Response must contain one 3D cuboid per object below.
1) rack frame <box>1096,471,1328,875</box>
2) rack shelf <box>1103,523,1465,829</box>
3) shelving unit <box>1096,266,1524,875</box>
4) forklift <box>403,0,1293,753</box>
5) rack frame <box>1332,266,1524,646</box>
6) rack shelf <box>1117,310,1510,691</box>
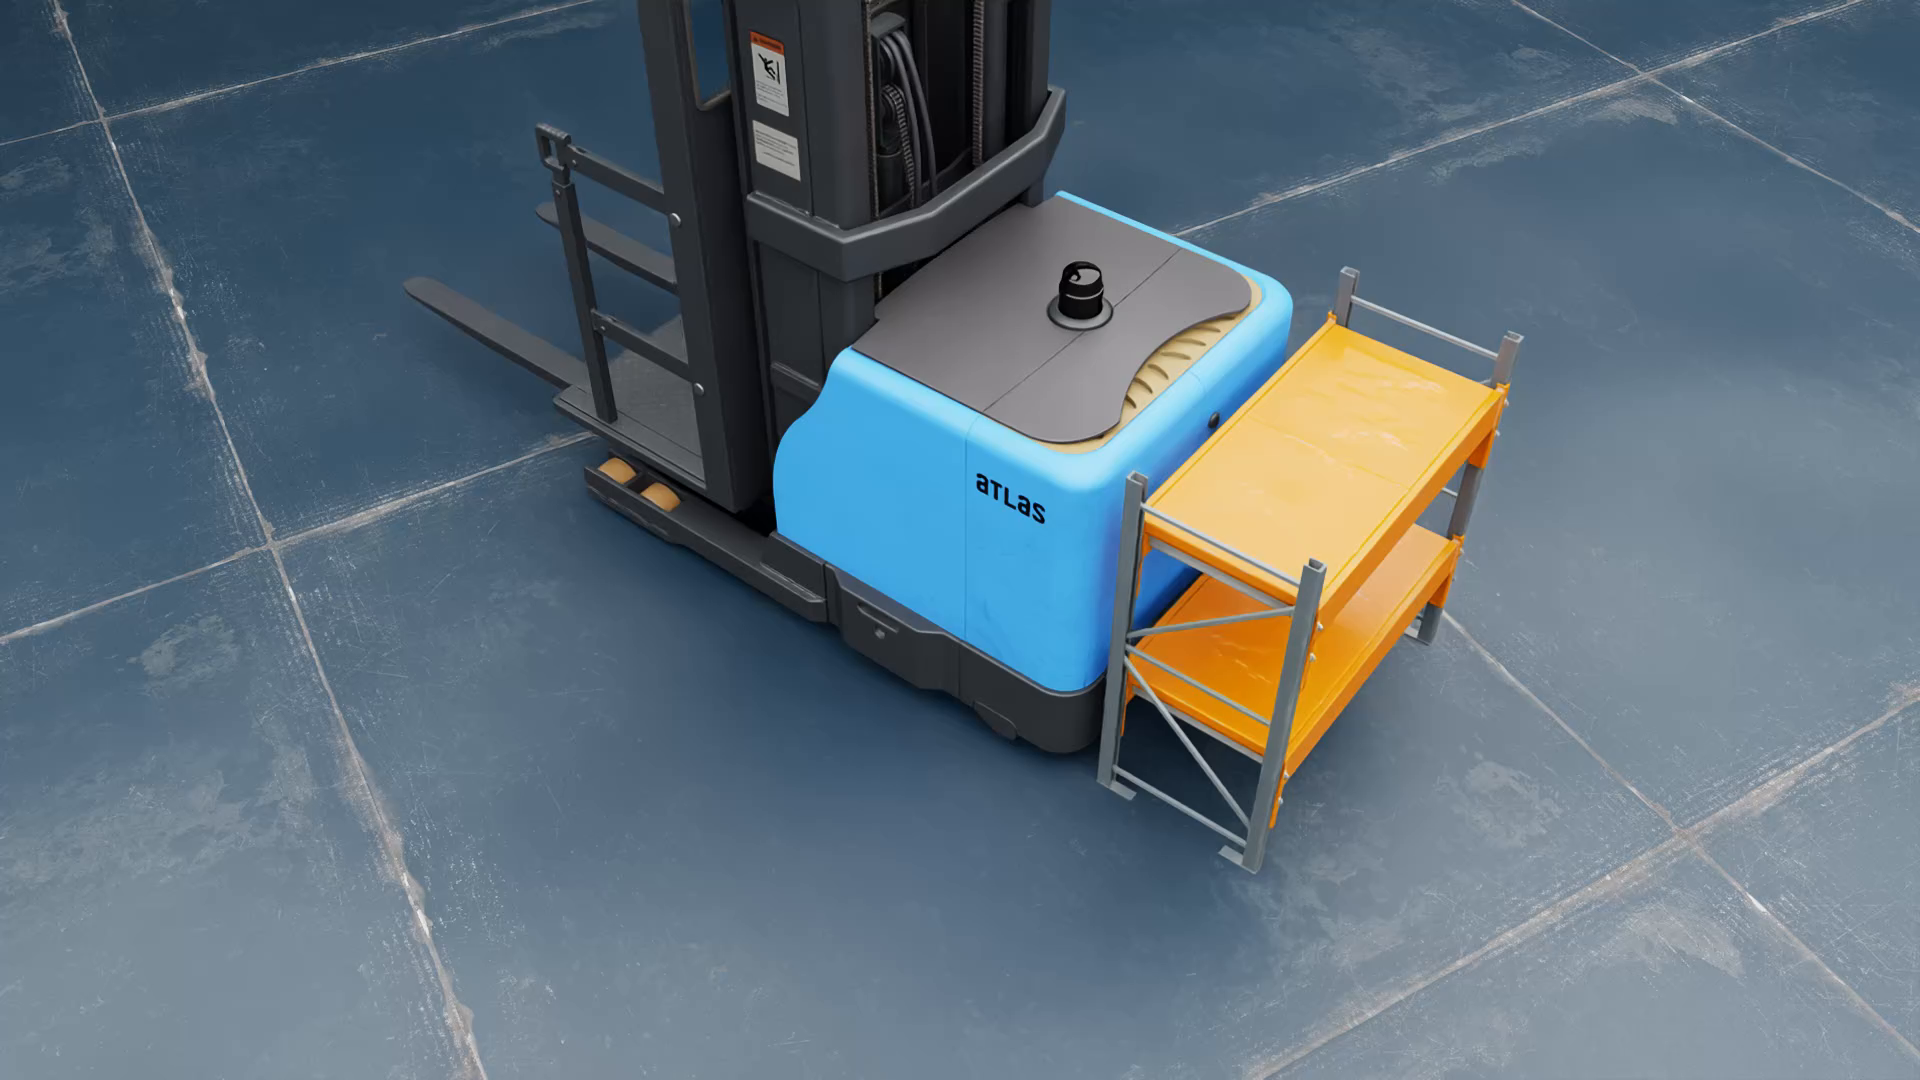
[{"bbox_3d":[0.583,0.359,4.072,0.500,1.125,0.032,28,51,26],"label":"rack frame"},{"bbox_3d":[0.893,0.253,4.532,0.538,0.278,1.000,28,51,26],"label":"rack shelf"},{"bbox_3d":[0.893,0.078,4.361,0.538,1.125,1.048,28,51,26],"label":"shelving unit"},{"bbox_3d":[-0.570,-1.325,4.511,3.031,2.935,1.130,29,51,26],"label":"forklift"},{"bbox_3d":[1.203,-0.203,4.650,0.500,1.125,0.032,28,51,26],"label":"rack frame"},{"bbox_3d":[0.894,-0.132,4.157,0.538,0.278,1.000,28,51,26],"label":"rack shelf"}]
